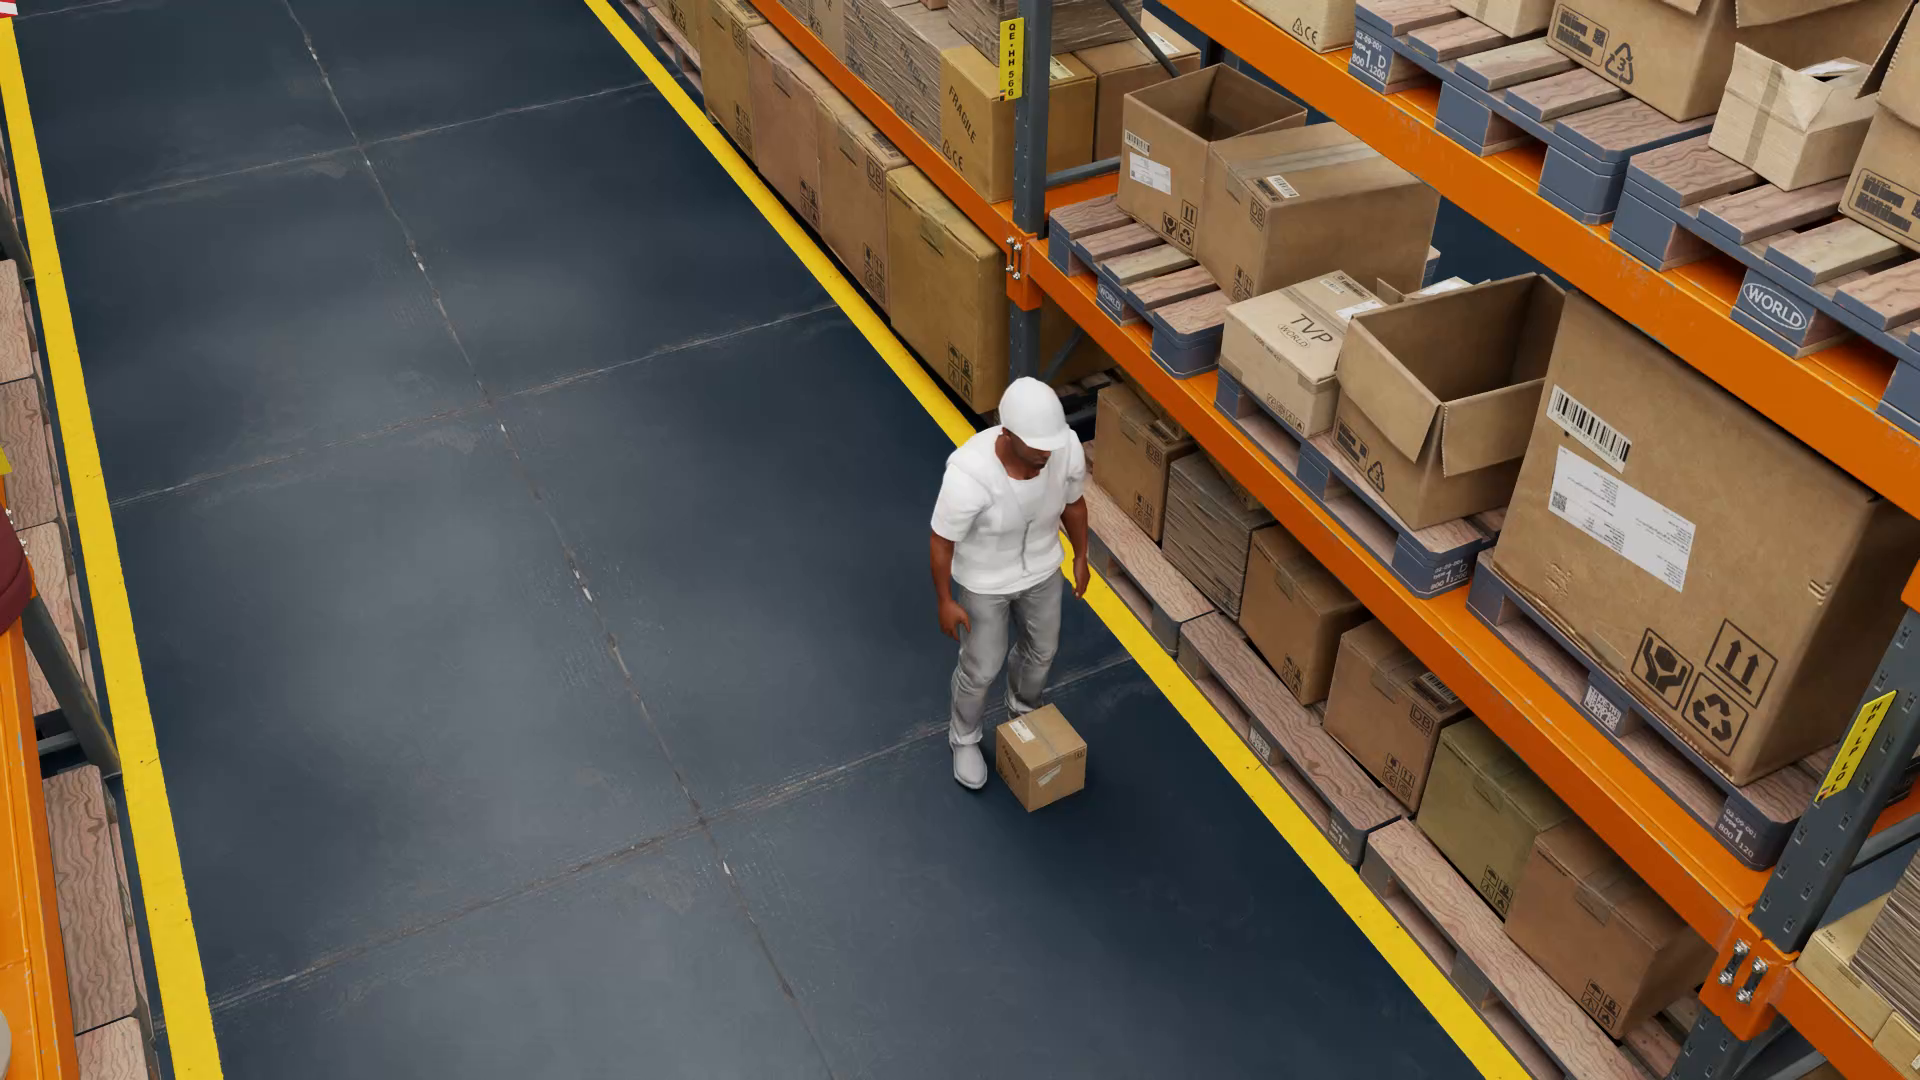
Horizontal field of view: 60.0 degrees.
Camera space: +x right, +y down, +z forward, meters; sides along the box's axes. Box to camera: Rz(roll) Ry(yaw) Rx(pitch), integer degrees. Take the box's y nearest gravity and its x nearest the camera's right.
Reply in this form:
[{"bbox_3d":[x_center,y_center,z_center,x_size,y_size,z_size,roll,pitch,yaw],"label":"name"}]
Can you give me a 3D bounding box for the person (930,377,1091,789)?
[{"bbox_3d":[0.191,0.133,5.991,0.626,1.761,0.457,-19,44,-20],"label":"person"}]
